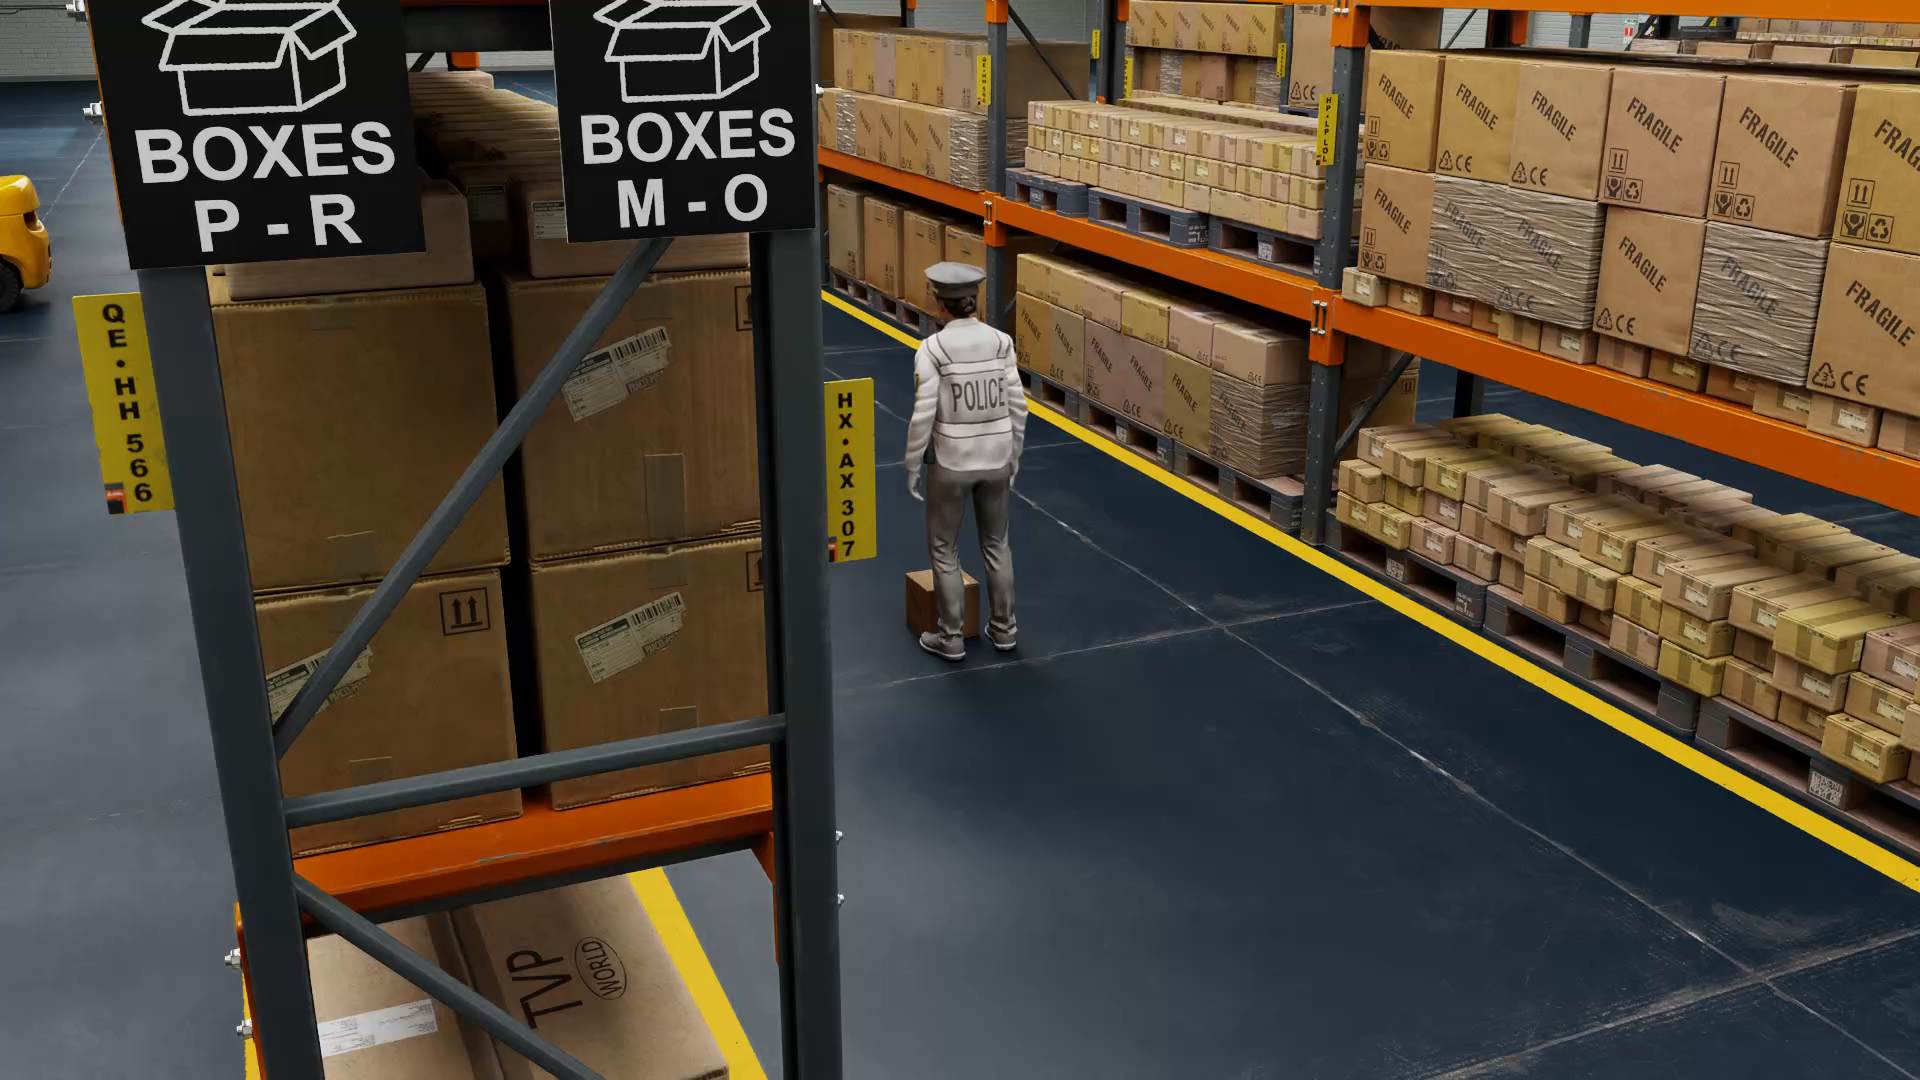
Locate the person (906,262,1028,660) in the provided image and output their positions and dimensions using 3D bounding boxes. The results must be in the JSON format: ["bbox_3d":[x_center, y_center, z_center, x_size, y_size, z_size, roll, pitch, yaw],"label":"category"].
[{"bbox_3d":[0.023,-0.312,6.967,0.532,1.663,0.377,-8,21,-22],"label":"person"}]
